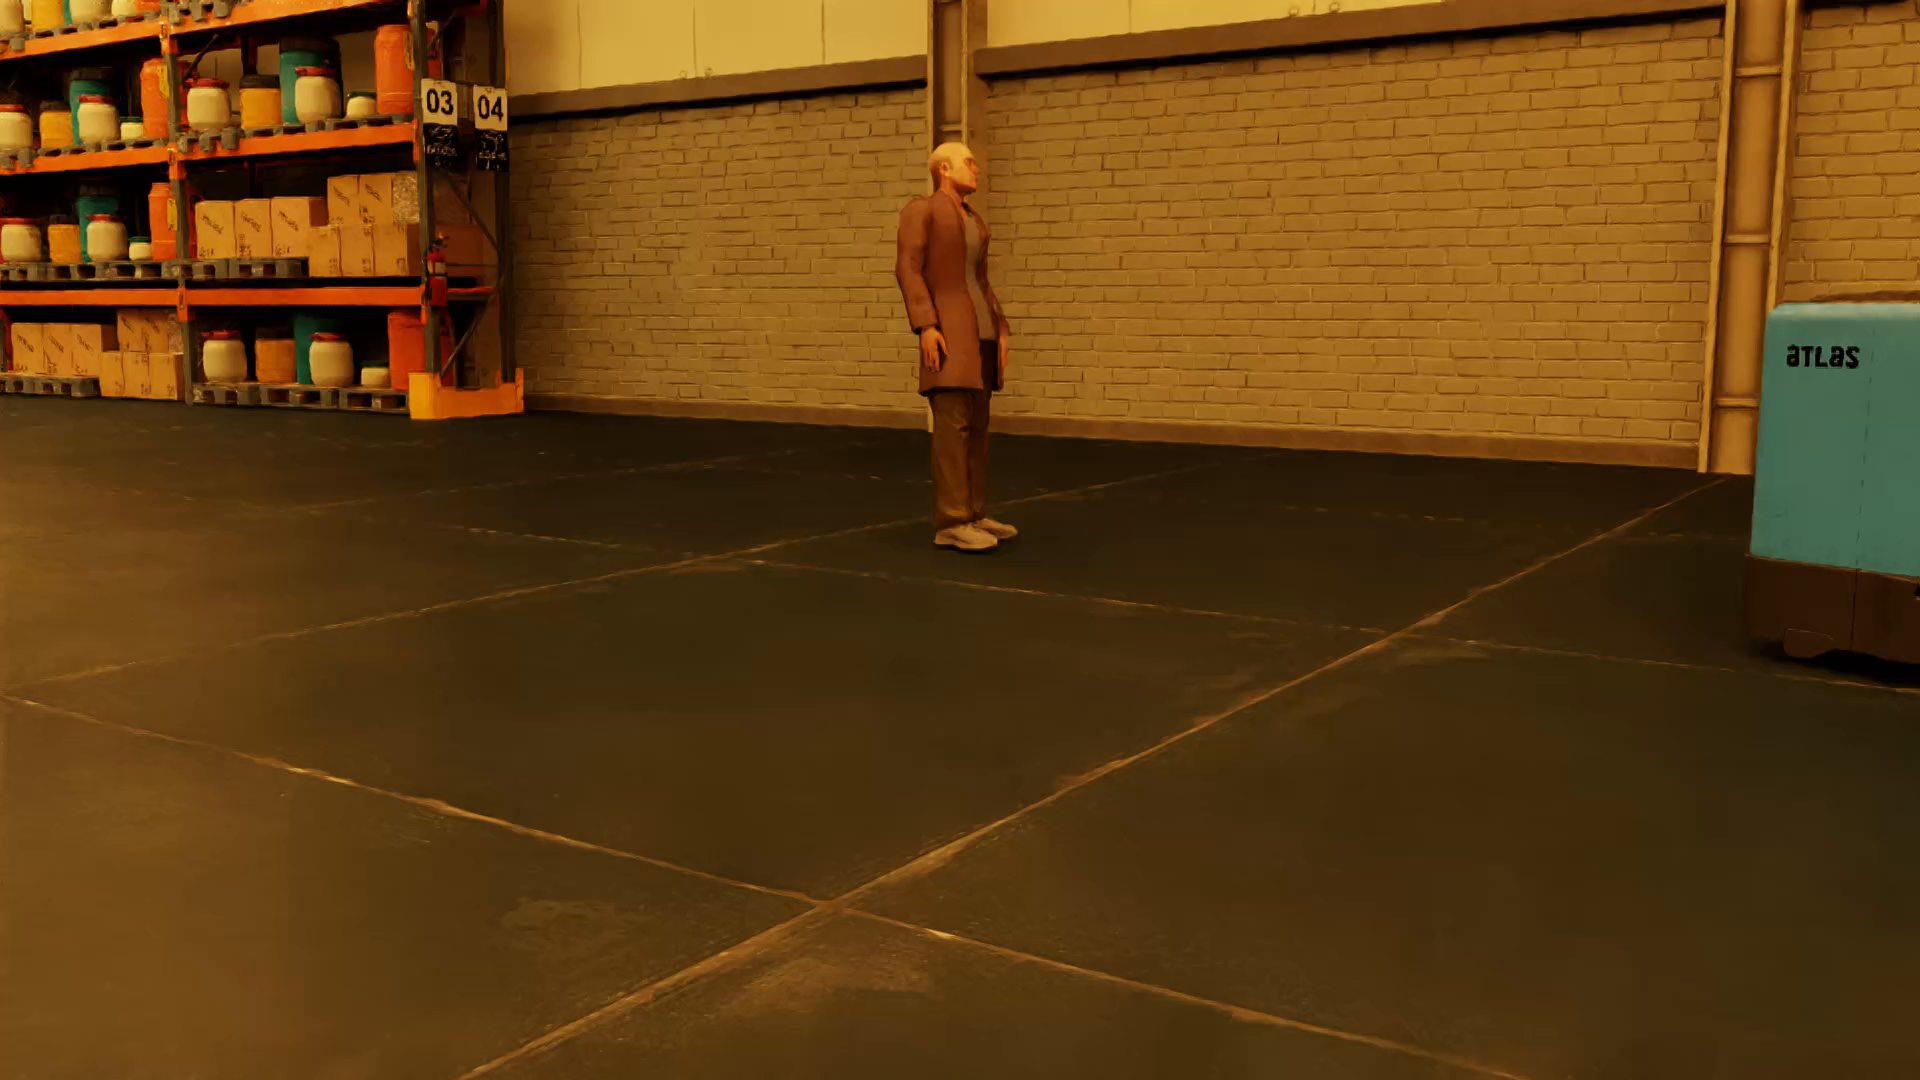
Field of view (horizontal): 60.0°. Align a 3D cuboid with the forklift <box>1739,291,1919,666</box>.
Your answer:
[{"bbox_3d":[3.672,-0.971,4.017,1.130,2.935,3.031,-6,10,-36],"label":"forklift"}]

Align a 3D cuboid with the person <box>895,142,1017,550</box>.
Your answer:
[{"bbox_3d":[0.073,-0.880,7.423,0.580,1.776,0.694,5,10,34],"label":"person"}]
